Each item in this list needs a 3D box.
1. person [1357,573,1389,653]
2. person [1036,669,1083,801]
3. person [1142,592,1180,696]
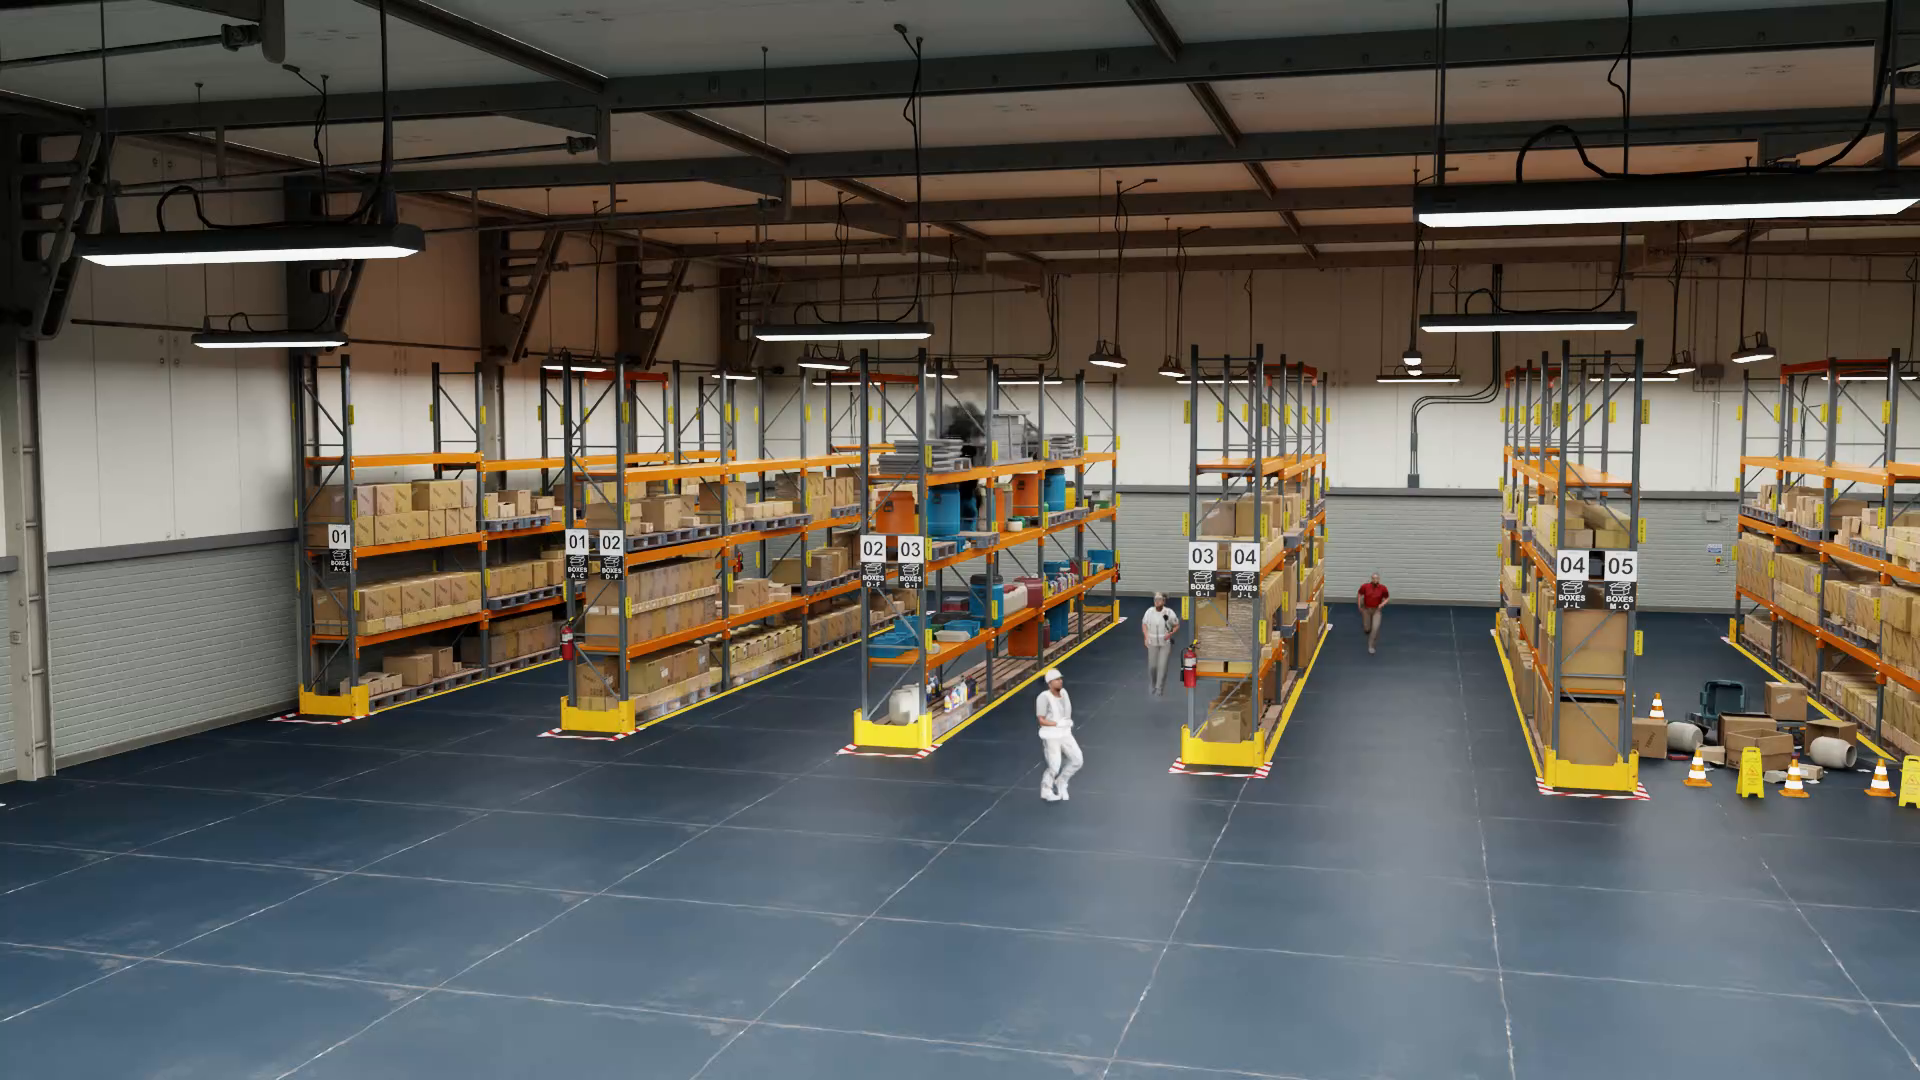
[{"bbox_3d":[8.769,1.536,35.303,0.665,1.688,0.679,1,4,15],"label":"person"},{"bbox_3d":[1.245,2.522,21.390,0.653,1.737,0.605,-4,6,-40],"label":"person"},{"bbox_3d":[3.364,1.746,27.986,0.650,1.773,0.591,1,4,15],"label":"person"}]
